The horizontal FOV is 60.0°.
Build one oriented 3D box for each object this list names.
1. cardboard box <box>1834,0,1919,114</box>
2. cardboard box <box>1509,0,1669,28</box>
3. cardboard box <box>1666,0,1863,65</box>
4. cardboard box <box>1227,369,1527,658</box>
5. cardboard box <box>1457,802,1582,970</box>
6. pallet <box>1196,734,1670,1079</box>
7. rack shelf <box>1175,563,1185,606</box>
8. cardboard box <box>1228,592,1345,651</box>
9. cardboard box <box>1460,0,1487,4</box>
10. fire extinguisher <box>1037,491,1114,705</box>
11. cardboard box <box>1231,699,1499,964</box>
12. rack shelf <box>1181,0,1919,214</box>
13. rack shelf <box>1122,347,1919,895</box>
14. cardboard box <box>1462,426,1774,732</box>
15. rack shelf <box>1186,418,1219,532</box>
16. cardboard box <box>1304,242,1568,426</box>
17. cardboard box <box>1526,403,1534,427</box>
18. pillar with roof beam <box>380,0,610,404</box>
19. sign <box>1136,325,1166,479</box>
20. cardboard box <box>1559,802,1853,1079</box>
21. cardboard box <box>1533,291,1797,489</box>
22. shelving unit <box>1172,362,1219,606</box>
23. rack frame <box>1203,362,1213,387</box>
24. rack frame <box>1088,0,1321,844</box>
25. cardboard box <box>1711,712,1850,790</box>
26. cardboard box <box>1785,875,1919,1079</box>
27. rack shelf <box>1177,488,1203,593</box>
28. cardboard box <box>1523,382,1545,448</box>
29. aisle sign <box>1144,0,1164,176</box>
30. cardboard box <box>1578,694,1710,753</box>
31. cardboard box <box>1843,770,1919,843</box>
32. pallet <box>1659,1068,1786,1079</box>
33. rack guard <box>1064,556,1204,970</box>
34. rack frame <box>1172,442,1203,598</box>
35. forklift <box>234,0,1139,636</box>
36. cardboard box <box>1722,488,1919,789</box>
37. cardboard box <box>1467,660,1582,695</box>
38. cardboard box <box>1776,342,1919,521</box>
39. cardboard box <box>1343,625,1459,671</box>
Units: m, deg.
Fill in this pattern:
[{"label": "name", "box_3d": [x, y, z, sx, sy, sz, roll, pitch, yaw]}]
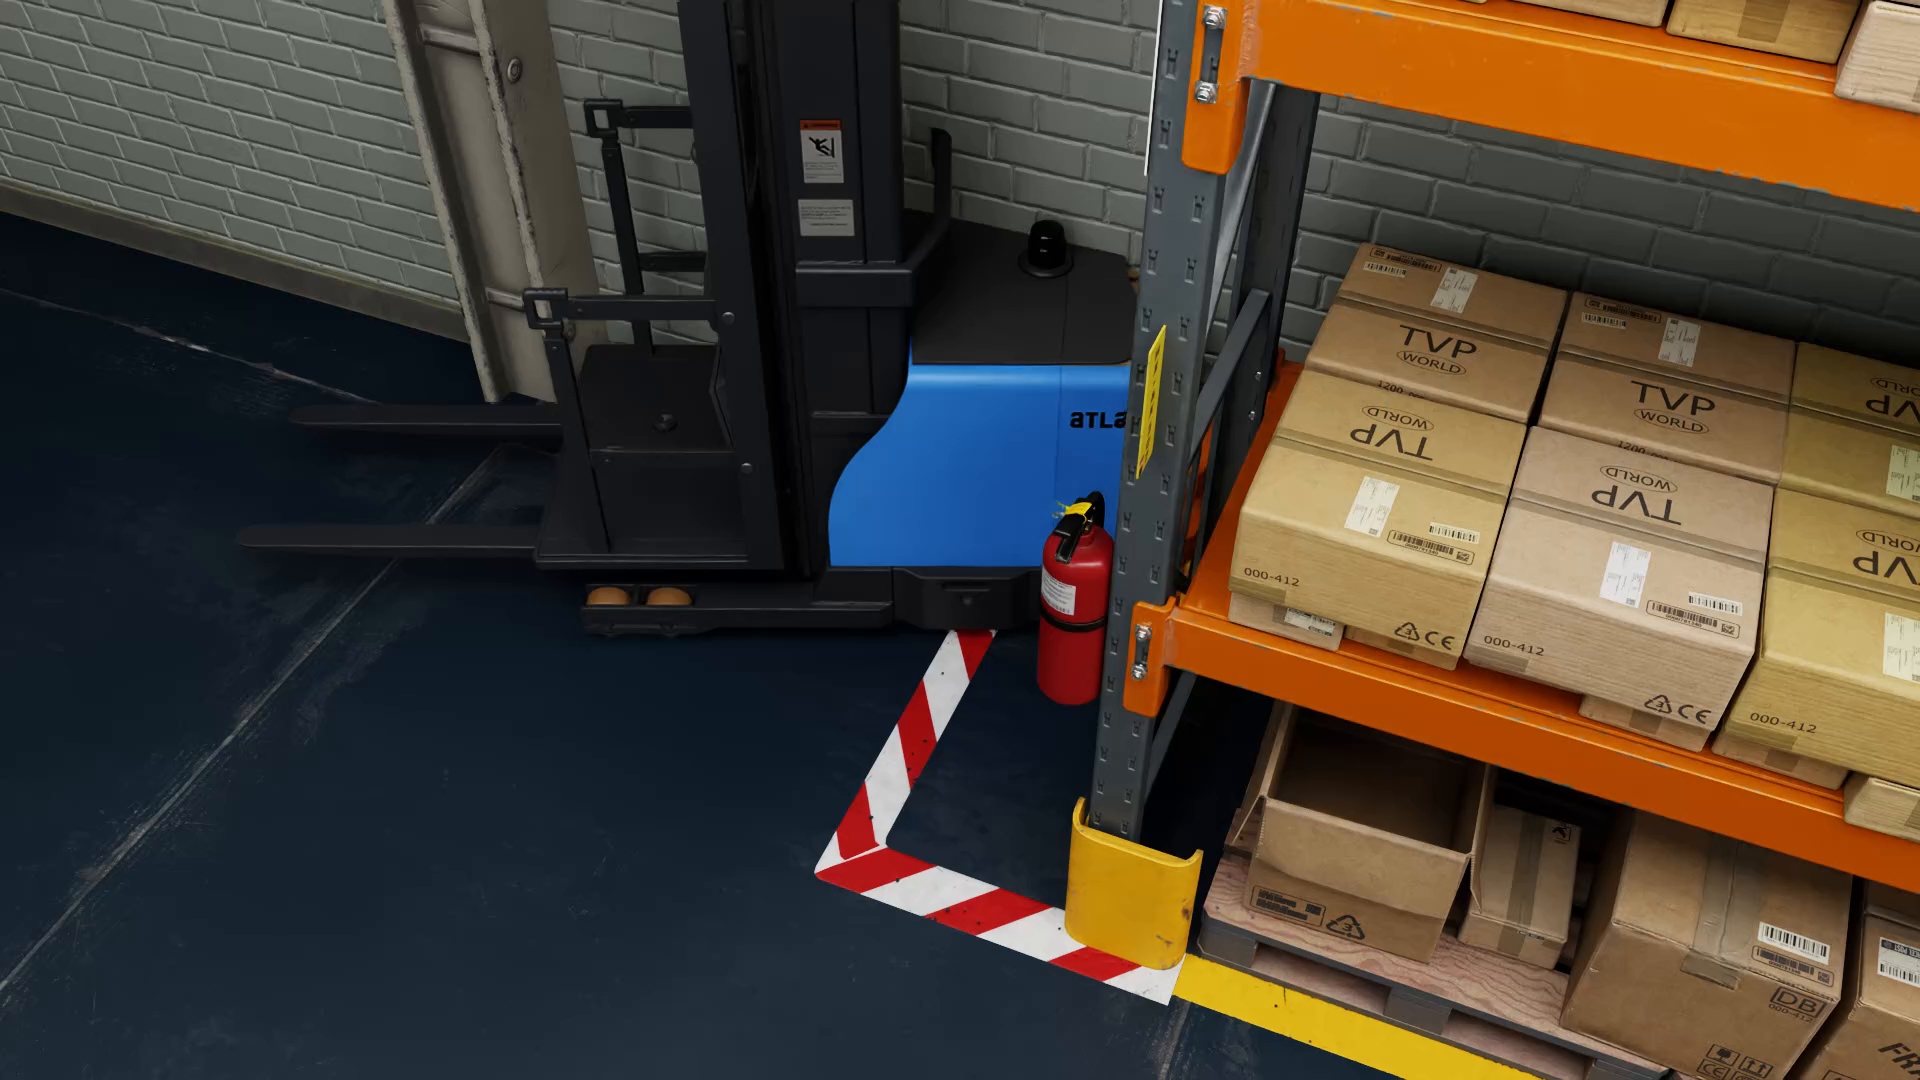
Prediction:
[{"label": "cardboard box", "box_3d": [1.463, -0.782, 2.461, 0.250, 0.149, 0.380, 17, 47, 17]}, {"label": "cardboard box", "box_3d": [1.043, -0.998, 2.678, 0.250, 0.149, 0.380, 17, 47, 17]}, {"label": "cardboard box", "box_3d": [1.273, -0.917, 2.597, 0.250, 0.149, 0.380, 17, 47, 16]}, {"label": "cardboard box", "box_3d": [0.901, -0.069, 3.588, 0.500, 0.250, 0.500, 17, 47, 16]}, {"label": "cardboard box", "box_3d": [1.491, 0.915, 4.428, 0.250, 0.149, 0.380, 15, 47, 14]}, {"label": "pallet", "box_3d": [1.392, 0.909, 4.687, 1.213, 0.211, 1.003, 16, 47, 16]}, {"label": "rack shelf", "box_3d": [0.677, 0.136, 5.261, 0.240, 0.259, 0.215, -35, 59, -26]}, {"label": "cardboard box", "box_3d": [0.784, 0.041, 3.760, 0.250, 0.149, 0.380, 16, 47, 16]}, {"label": "cardboard box", "box_3d": [0.791, -1.052, 2.732, 0.250, 0.149, 0.380, 17, 47, 17]}, {"label": "fire extinguisher", "box_3d": [0.272, 0.105, 3.837, 0.183, 0.674, 0.296, 16, 47, 16]}, {"label": "cardboard box", "box_3d": [1.114, 0.648, 4.444, 0.637, 0.503, 0.797, 15, 47, 14]}, {"label": "rack shelf", "box_3d": [2.432, -0.581, 2.591, 4.000, 0.370, 1.077, 16, 47, 16]}, {"label": "rack shelf", "box_3d": [2.432, 0.482, 3.649, 4.000, 0.370, 1.077, 16, 47, 16]}, {"label": "cardboard box", "box_3d": [1.366, 0.067, 3.451, 0.500, 0.250, 0.500, 17, 47, 16]}, {"label": "rack shelf", "box_3d": [0.682, -0.224, 4.831, 0.240, 0.259, 0.215, -35, 59, -26]}, {"label": "cardboard box", "box_3d": [1.113, -0.416, 3.937, 0.500, 0.250, 0.500, 18, 48, 17]}, {"label": "cardboard box", "box_3d": [1.206, -0.202, 4.005, 0.250, 0.149, 0.380, 18, 48, 17]}, {"label": "pillar with roof beam", "box_3d": [-3.213, -0.959, 0.334, 0.400, 9.000, 9.100, 16, 47, 16]}, {"label": "sign", "box_3d": [0.377, -0.269, 3.280, 0.005, 0.325, 0.100, 16, 47, 16]}, {"label": "cardboard box", "box_3d": [1.888, 0.907, 4.186, 0.500, 0.500, 0.700, 18, 48, 17]}, {"label": "cardboard box", "box_3d": [1.588, -0.275, 3.795, 0.500, 0.250, 0.500, 17, 47, 16]}, {"label": "shelving unit", "box_3d": [0.679, -0.049, 5.040, 0.252, 1.050, 0.215, -35, 59, -26]}, {"label": "rack frame", "box_3d": [0.770, -0.112, 5.093, 0.008, 1.050, 0.200, -35, 59, -26]}, {"label": "rack frame", "box_3d": [0.586, -0.316, 3.941, 0.127, 3.000, 1.000, 16, 47, 16]}, {"label": "cardboard box", "box_3d": [1.749, 0.306, 3.494, 0.250, 0.149, 0.380, 17, 47, 16]}, {"label": "cardboard box", "box_3d": [2.337, 1.115, 3.977, 0.500, 0.500, 0.500, 17, 47, 17]}, {"label": "rack shelf", "box_3d": [0.679, -0.042, 5.048, 0.240, 0.259, 0.215, -35, 59, -26]}, {"label": "cardboard box", "box_3d": [1.483, -0.186, 3.989, 0.250, 0.149, 0.380, 15, 47, 15]}, {"label": "aisle sign", "box_3d": [0.410, -1.065, 2.850, 0.004, 0.787, 0.394, 16, 47, 16]}, {"label": "cardboard box", "box_3d": [1.502, 0.237, 3.563, 0.250, 0.149, 0.380, 18, 48, 17]}, {"label": "cardboard box", "box_3d": [1.954, 0.423, 3.376, 0.250, 0.149, 0.380, 15, 47, 15]}, {"label": "pallet", "box_3d": [2.514, 1.242, 4.353, 1.213, 0.211, 1.003, 16, 47, 16]}, {"label": "rack guard", "box_3d": [0.656, 0.591, 4.802, 0.348, 0.500, 1.175, 16, 47, 16]}, {"label": "rack frame", "box_3d": [0.589, 0.014, 4.987, 0.008, 1.050, 0.200, -35, 59, -26]}, {"label": "forklift", "box_3d": [-0.856, -1.100, 4.778, 3.031, 2.935, 1.130, 0, 45, 0]}, {"label": "cardboard box", "box_3d": [1.835, 0.203, 3.315, 0.500, 0.250, 0.500, 16, 47, 15]}, {"label": "cardboard box", "box_3d": [1.292, 0.129, 3.672, 0.250, 0.149, 0.380, 16, 47, 15]}, {"label": "cardboard box", "box_3d": [2.043, -0.137, 3.657, 0.500, 0.250, 0.500, 18, 48, 17]}, {"label": "cardboard box", "box_3d": [1.036, 0.080, 3.721, 0.250, 0.149, 0.380, 17, 47, 17]}]
